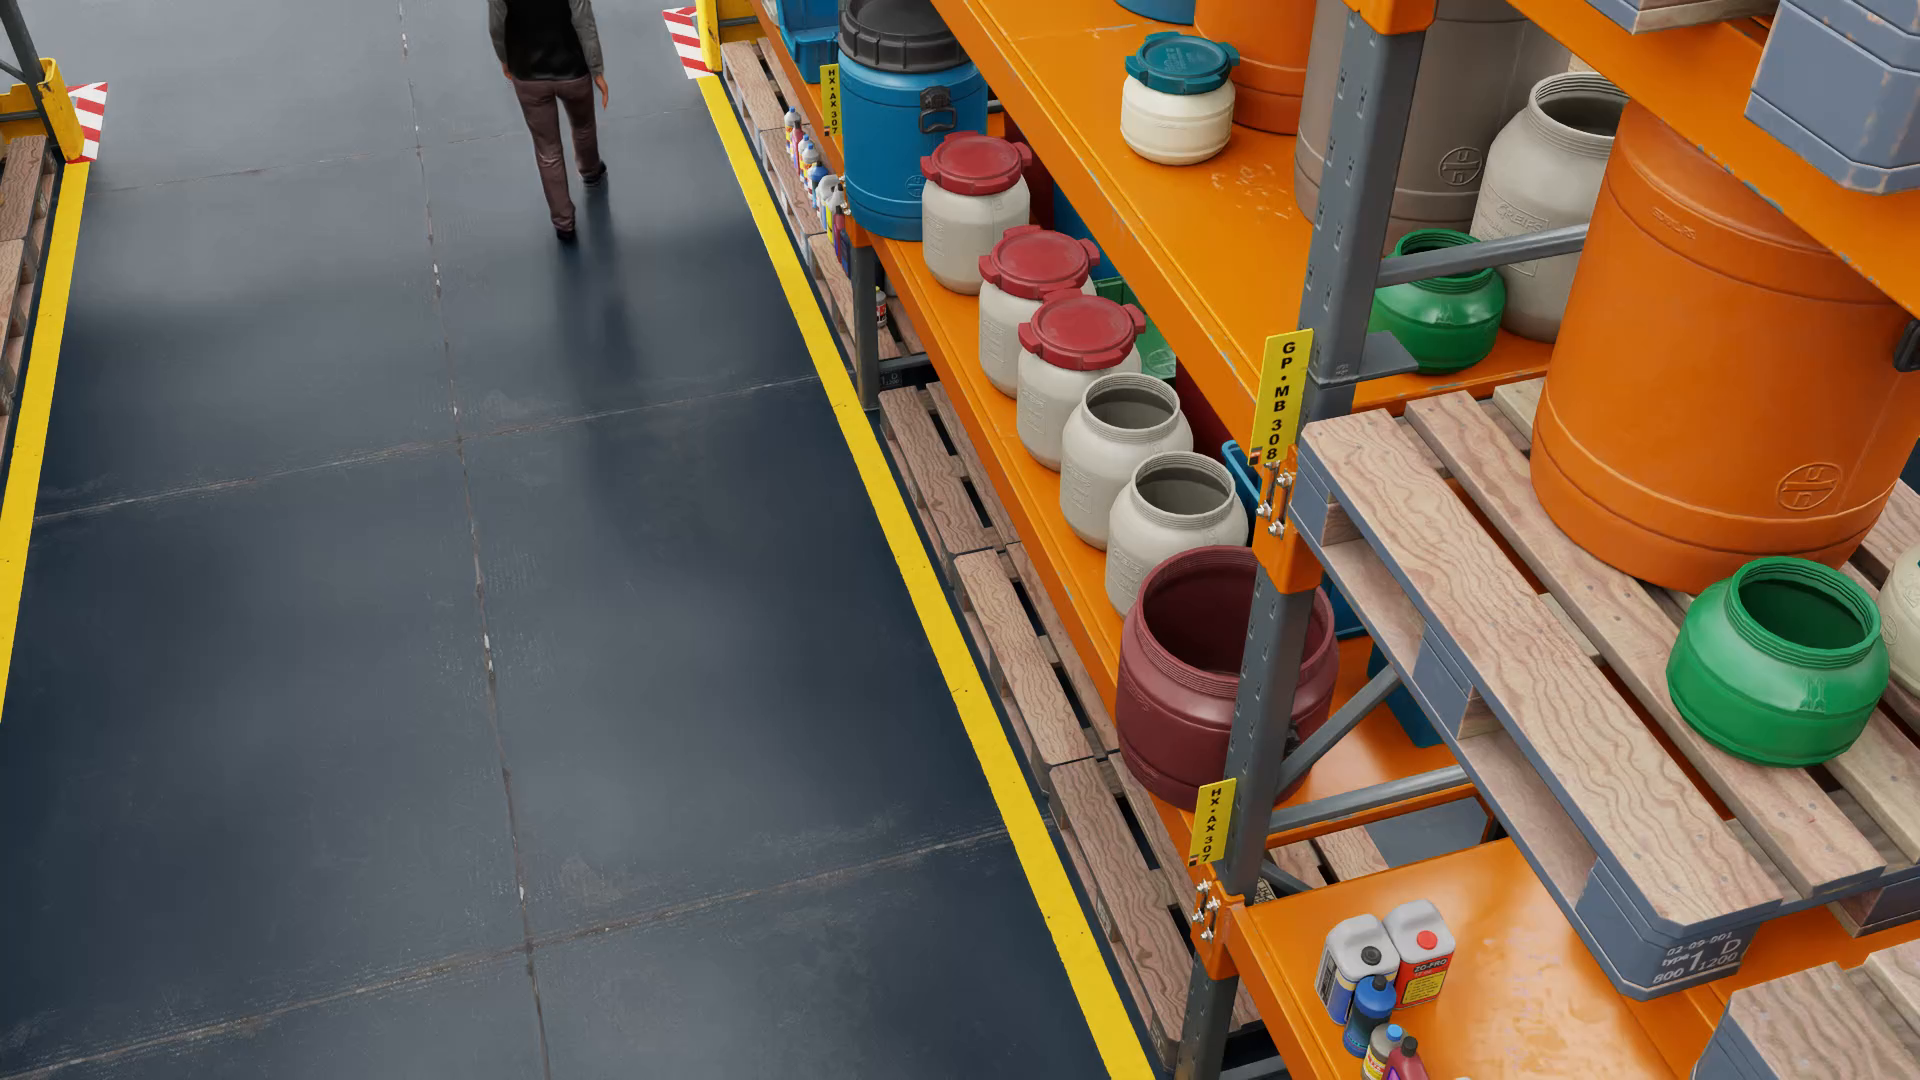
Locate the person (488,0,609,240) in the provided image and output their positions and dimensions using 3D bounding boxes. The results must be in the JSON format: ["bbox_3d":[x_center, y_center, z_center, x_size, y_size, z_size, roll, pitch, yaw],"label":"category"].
[{"bbox_3d":[-2.222,-2.567,9.017,0.561,1.690,0.897,-11,43,-12],"label":"person"}]
